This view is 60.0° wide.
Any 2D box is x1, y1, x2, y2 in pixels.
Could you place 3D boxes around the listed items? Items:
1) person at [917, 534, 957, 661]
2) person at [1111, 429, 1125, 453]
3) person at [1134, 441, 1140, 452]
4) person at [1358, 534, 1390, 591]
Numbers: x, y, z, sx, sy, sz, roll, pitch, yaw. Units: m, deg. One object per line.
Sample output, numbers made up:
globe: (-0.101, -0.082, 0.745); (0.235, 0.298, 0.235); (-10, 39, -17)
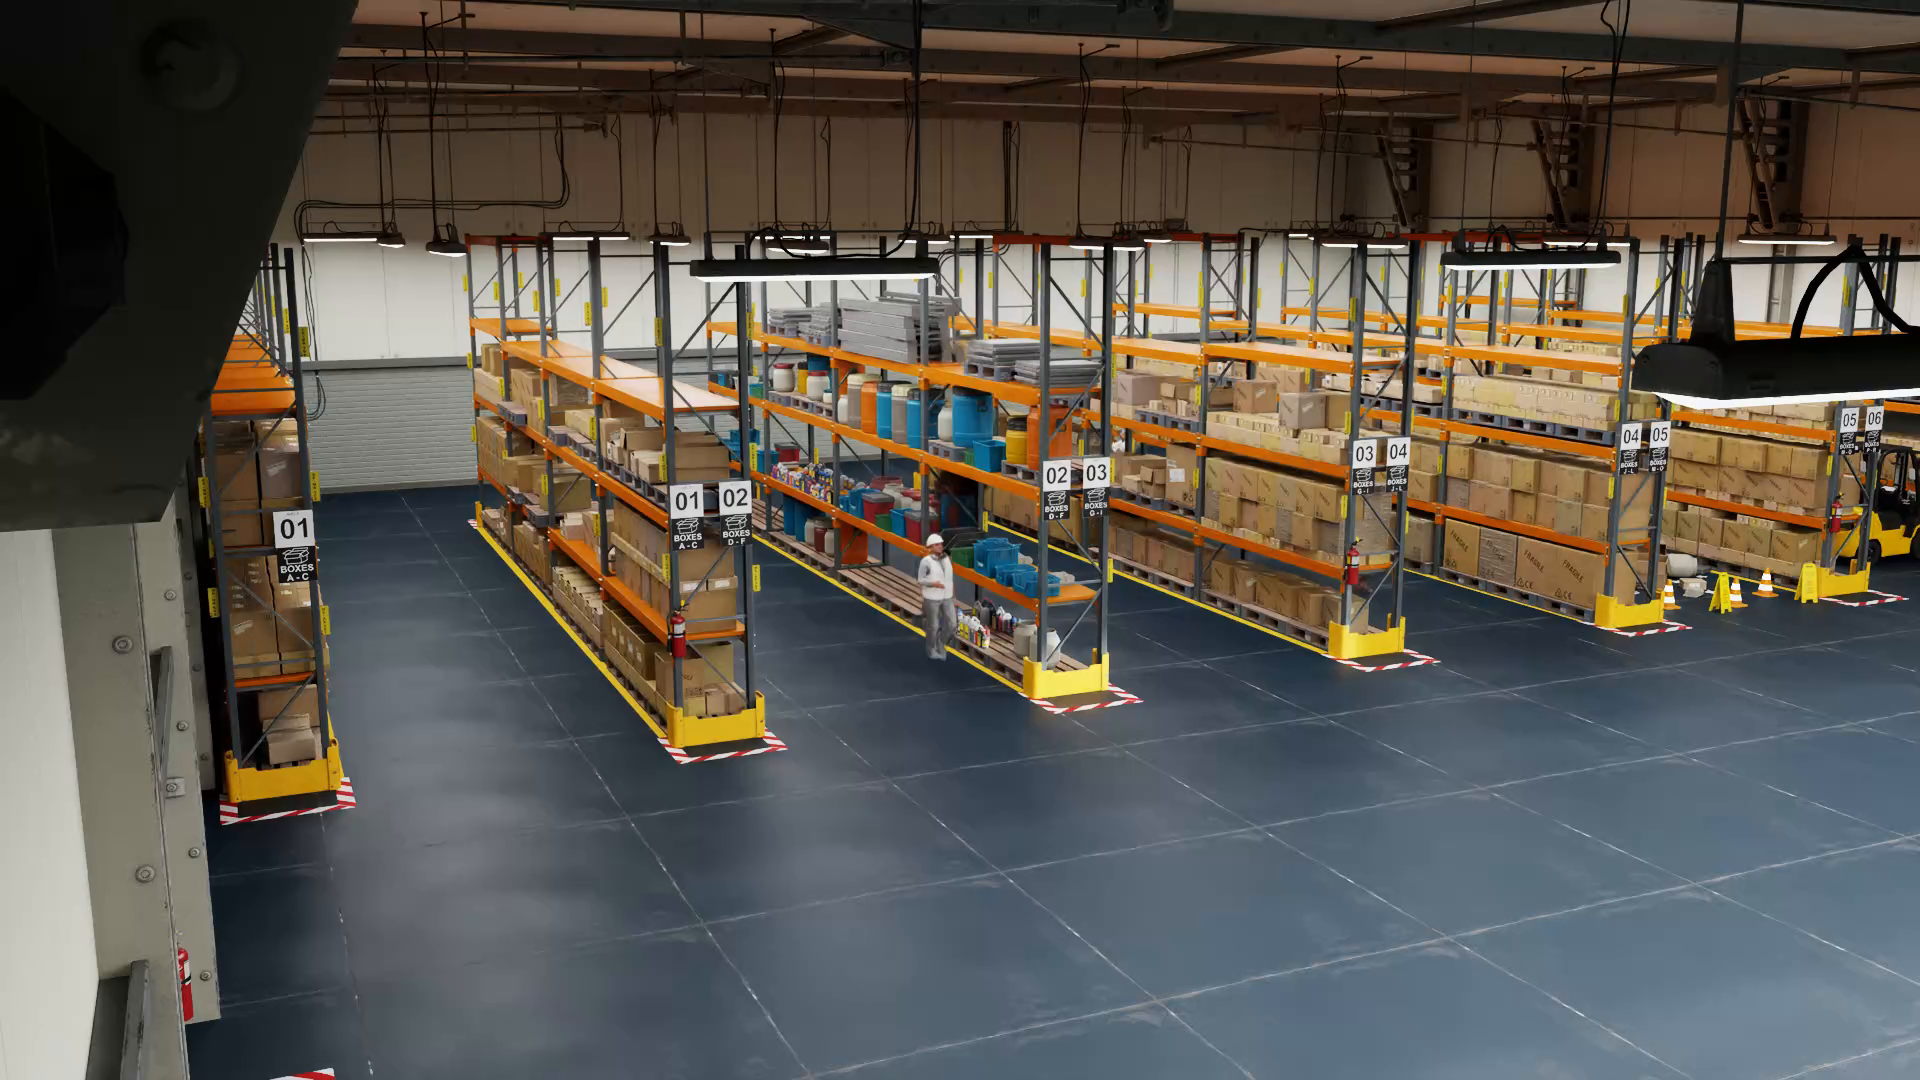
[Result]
person: (-0.259, 0.819, 22.895); (0.647, 1.803, 0.605); (-7, 13, -32)
person: (3.642, -1.673, 37.386); (0.625, 1.702, 0.858); (-4, 12, -21)
person: (4.399, -2.463, 41.683); (0.607, 1.614, 0.639); (2, 11, 11)
person: (7.046, 0.107, 28.299); (0.564, 1.602, 0.610); (-8, 13, -35)
